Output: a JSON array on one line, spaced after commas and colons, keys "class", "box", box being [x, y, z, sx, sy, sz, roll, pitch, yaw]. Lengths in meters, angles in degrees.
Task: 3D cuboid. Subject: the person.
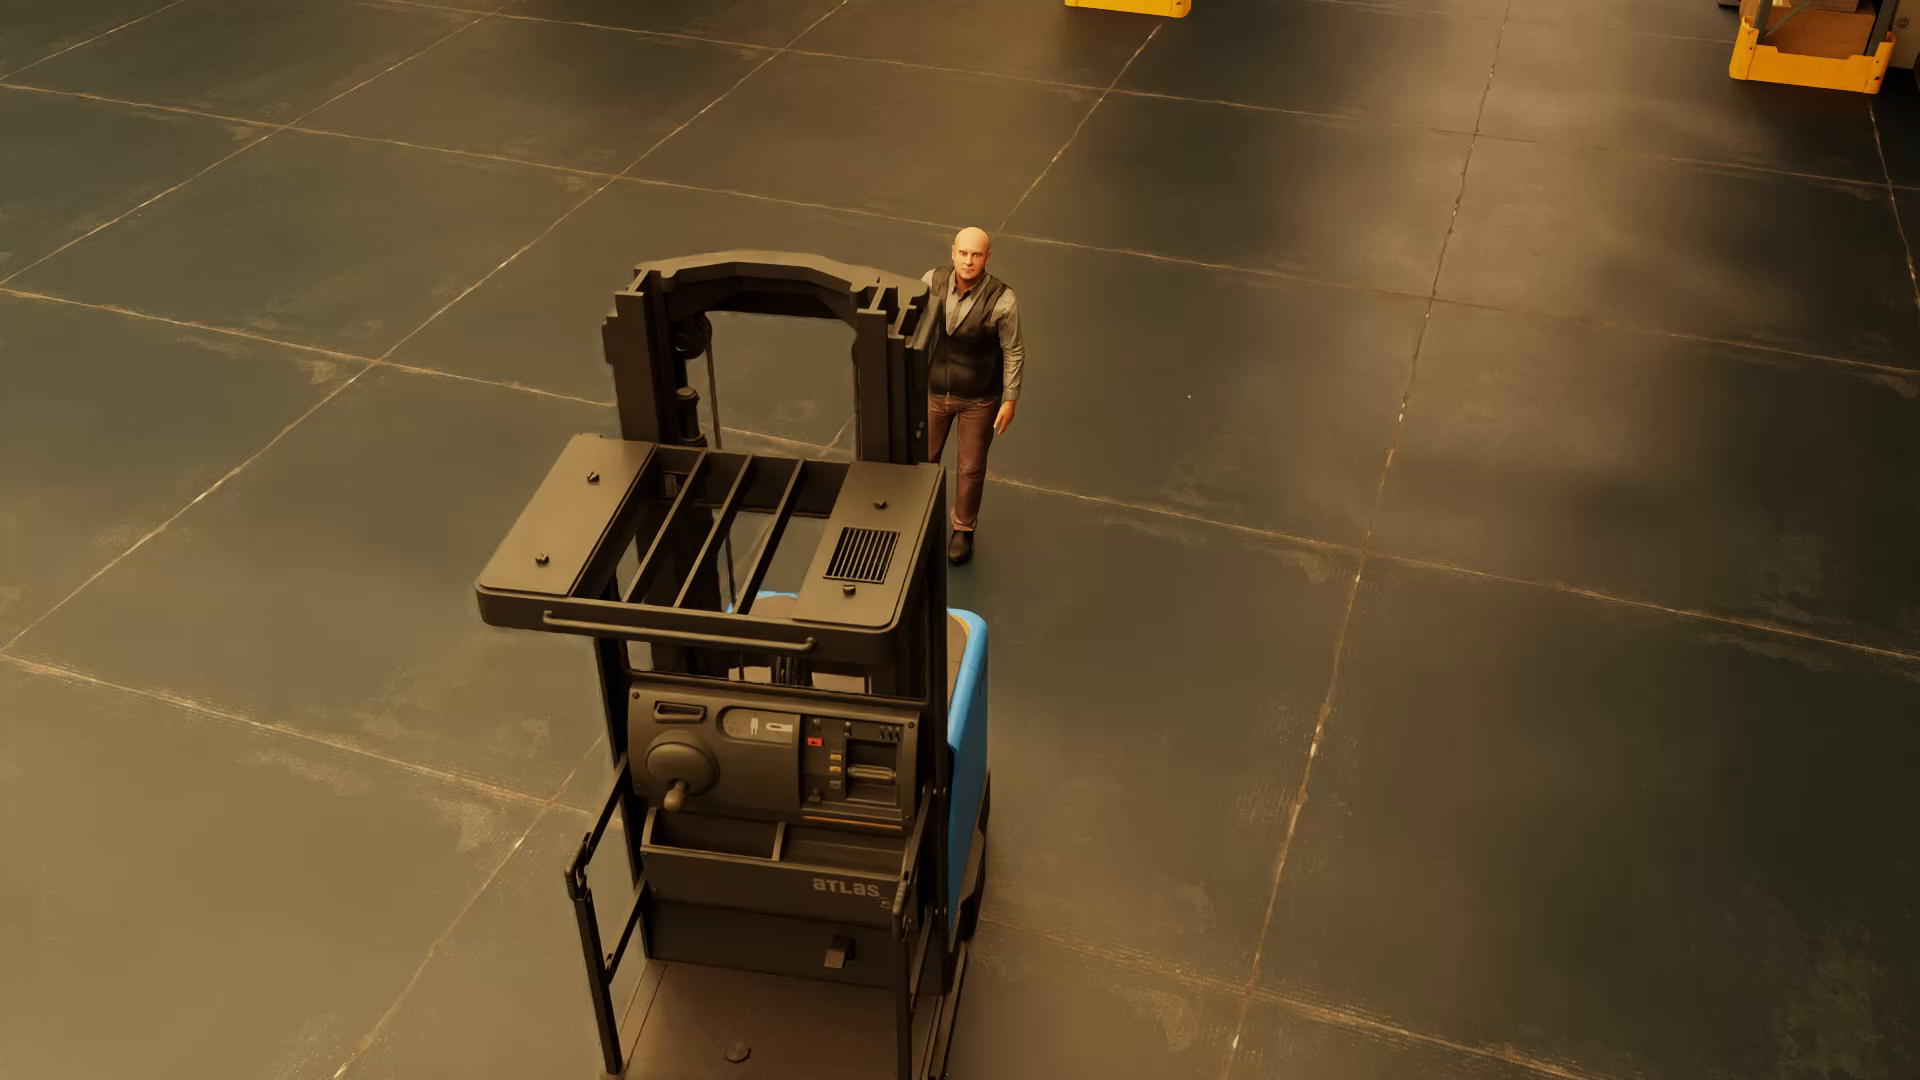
[{"class": "person", "box": [-0.028, -0.676, 8.098, 0.632, 1.720, 0.568, 12, 37, 16]}]

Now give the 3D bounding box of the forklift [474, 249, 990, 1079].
[{"class": "forklift", "box": [-0.622, 0.751, 5.052, 1.130, 2.935, 3.031, 5, 36, 7]}]
